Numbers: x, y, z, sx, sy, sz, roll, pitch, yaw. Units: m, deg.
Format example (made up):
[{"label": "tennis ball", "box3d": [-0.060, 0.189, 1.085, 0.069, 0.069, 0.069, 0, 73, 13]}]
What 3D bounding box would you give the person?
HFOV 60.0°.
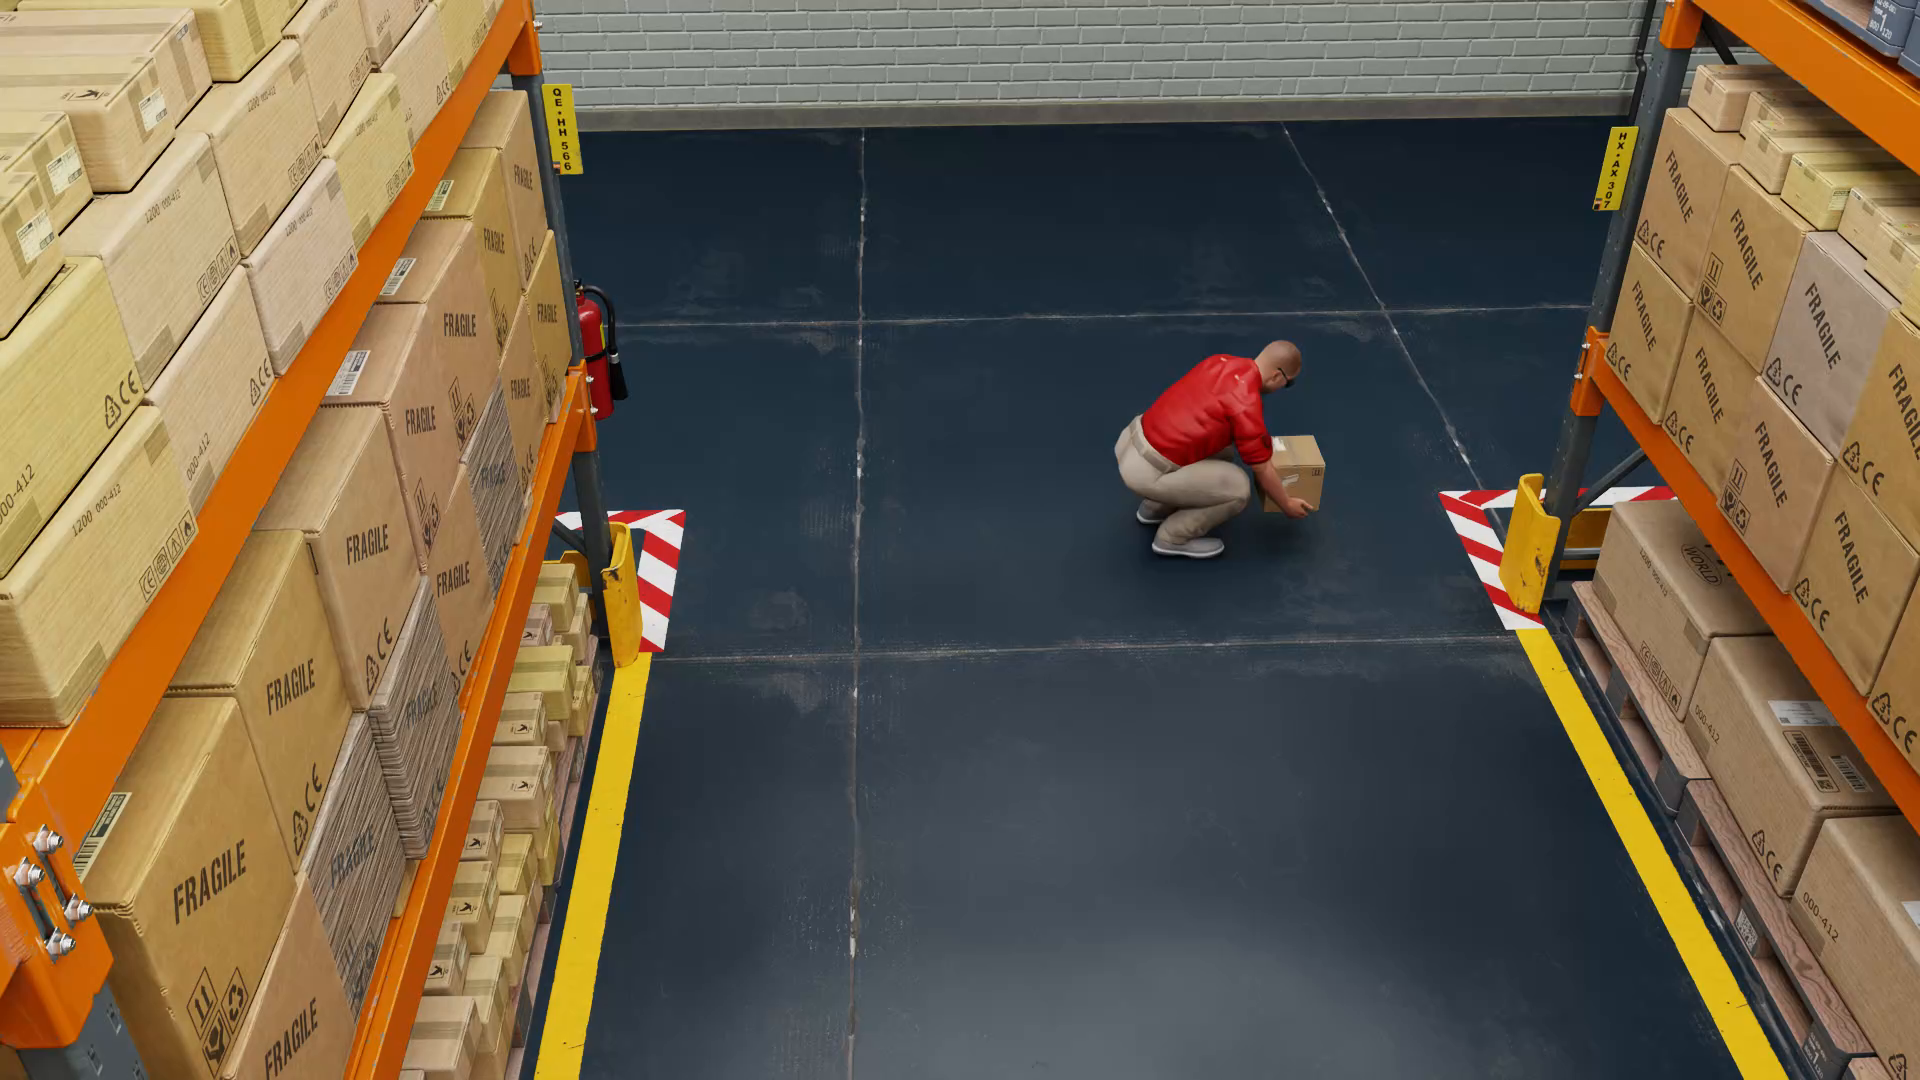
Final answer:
[{"label": "person", "box3d": [1.137, -0.424, 7.445, 0.881, 0.958, 0.557, -1, 35, -2]}]
